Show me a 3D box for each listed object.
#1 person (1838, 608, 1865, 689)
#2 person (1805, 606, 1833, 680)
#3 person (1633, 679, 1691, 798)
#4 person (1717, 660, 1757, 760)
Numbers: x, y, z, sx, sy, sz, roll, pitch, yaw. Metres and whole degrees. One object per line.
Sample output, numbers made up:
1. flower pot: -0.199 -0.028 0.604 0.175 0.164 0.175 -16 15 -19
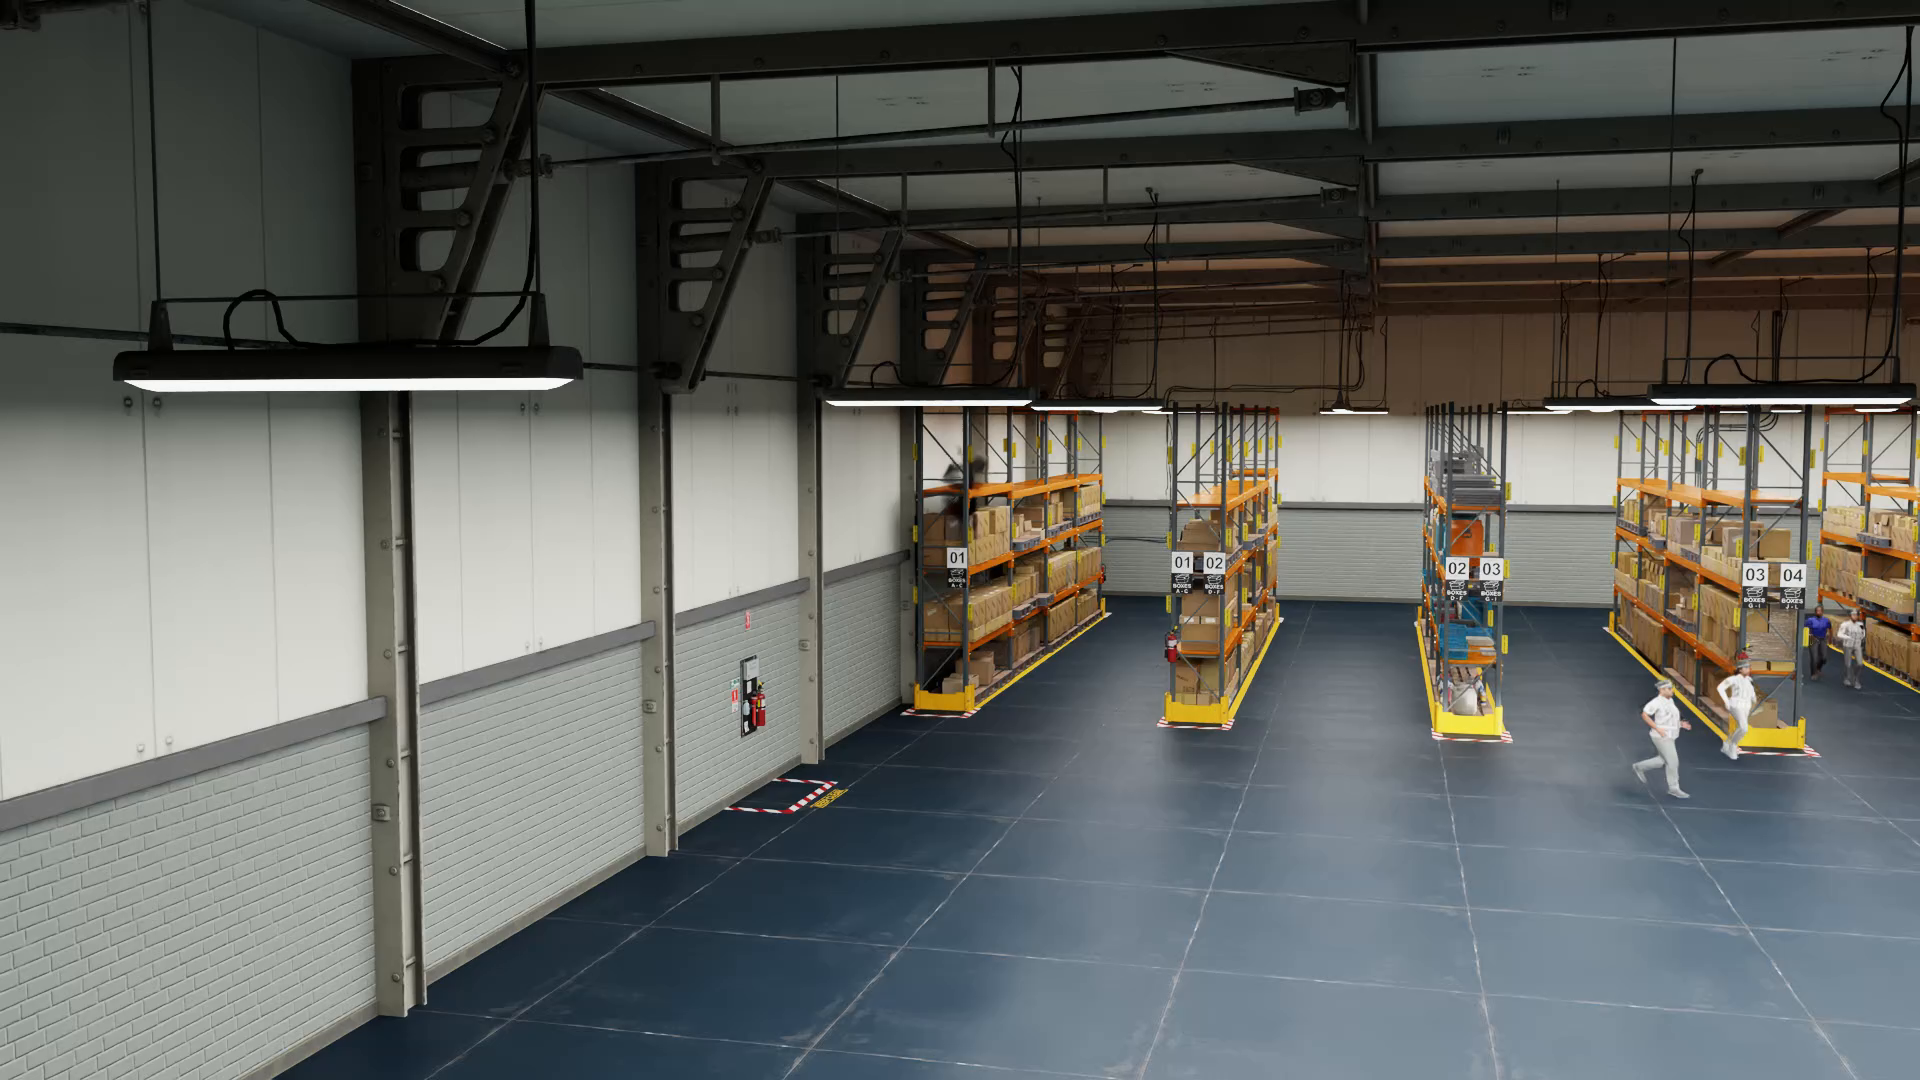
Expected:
1. person: 18.860 2.297 35.153 0.596 1.733 0.712 1 4 13
2. person: 18.707 2.288 36.199 0.608 1.530 0.534 1 4 12
3. person: 10.671 2.987 25.272 0.890 1.785 0.663 4 6 42
4. person: 13.078 2.846 27.886 0.604 1.707 0.635 -2 4 -20
